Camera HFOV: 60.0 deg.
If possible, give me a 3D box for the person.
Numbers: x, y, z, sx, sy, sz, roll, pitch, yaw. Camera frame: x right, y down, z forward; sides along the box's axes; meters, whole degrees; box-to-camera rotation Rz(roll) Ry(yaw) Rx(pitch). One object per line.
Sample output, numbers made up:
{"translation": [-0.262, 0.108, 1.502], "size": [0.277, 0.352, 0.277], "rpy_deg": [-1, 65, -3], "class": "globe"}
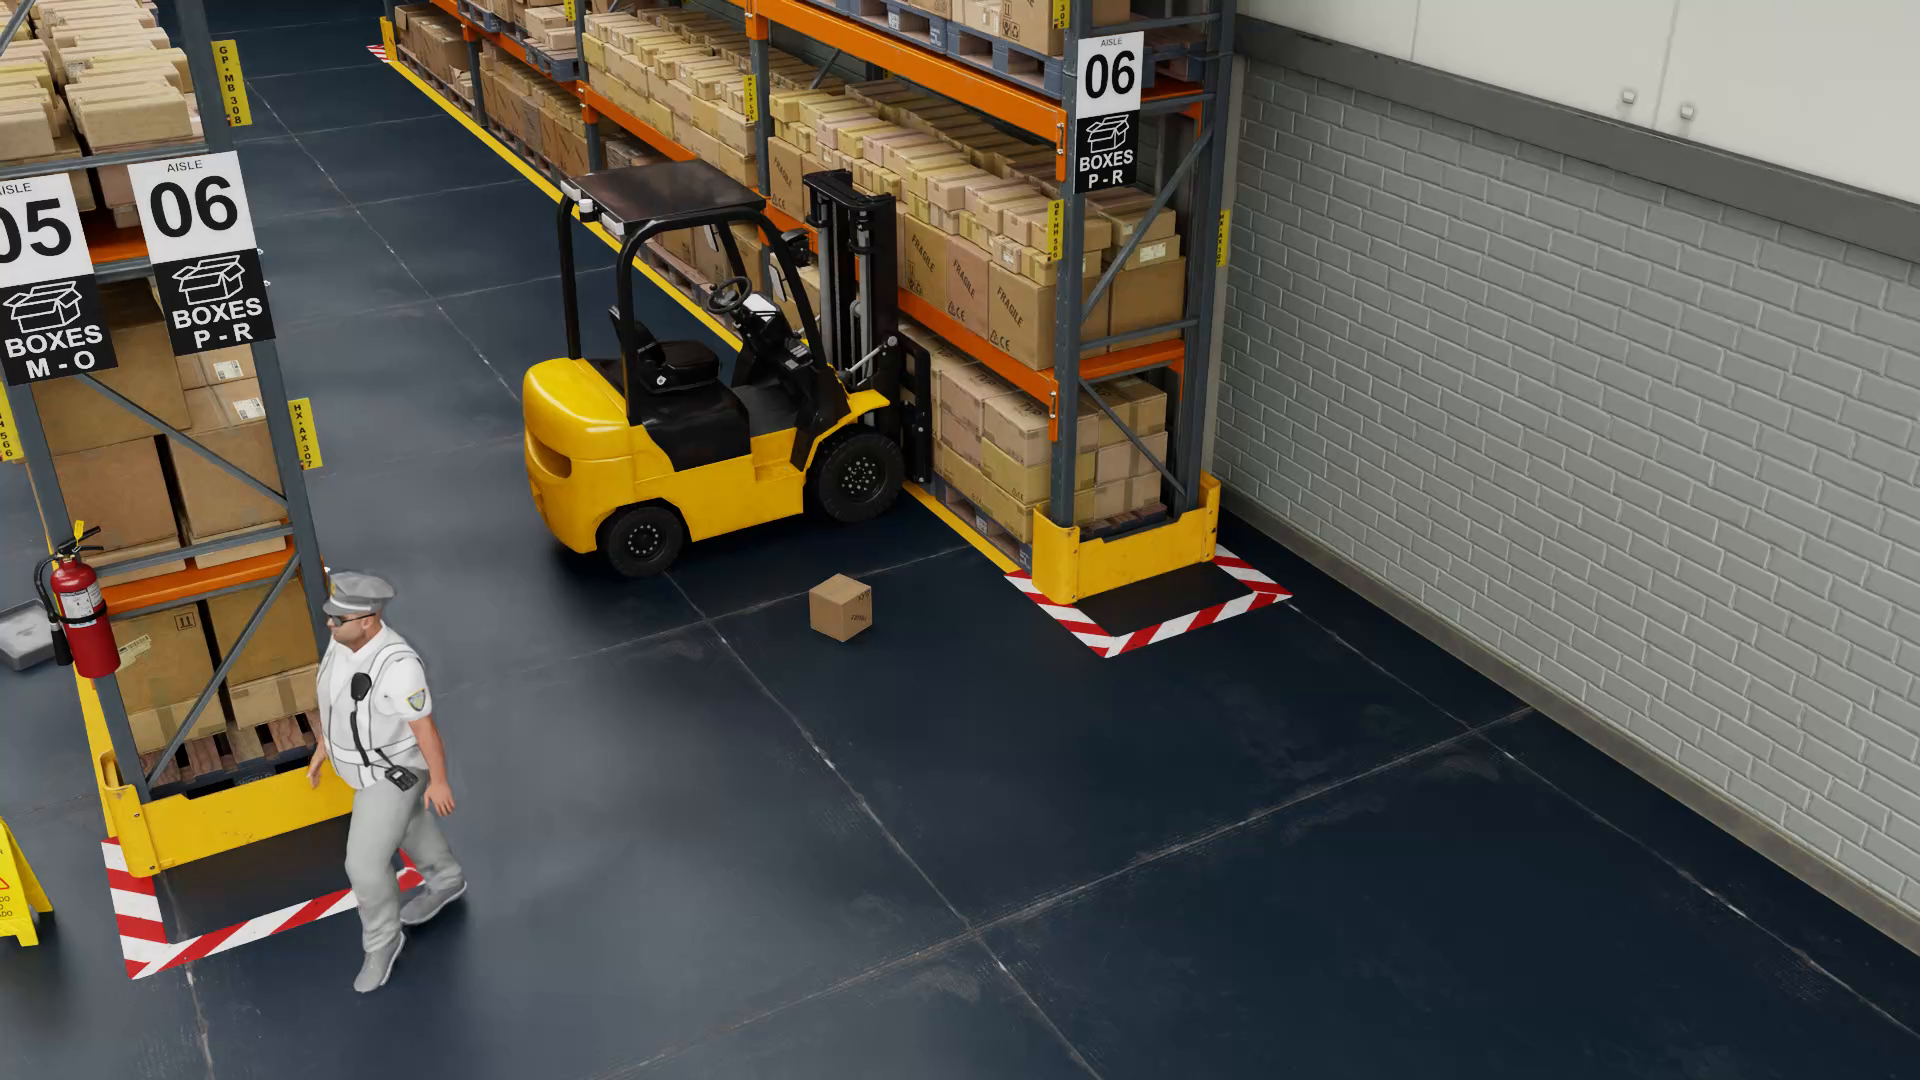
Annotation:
{"translation": [-2.412, 0.965, 6.824], "size": [0.659, 1.845, 0.589], "rpy_deg": [-25, 37, -37], "class": "person"}
